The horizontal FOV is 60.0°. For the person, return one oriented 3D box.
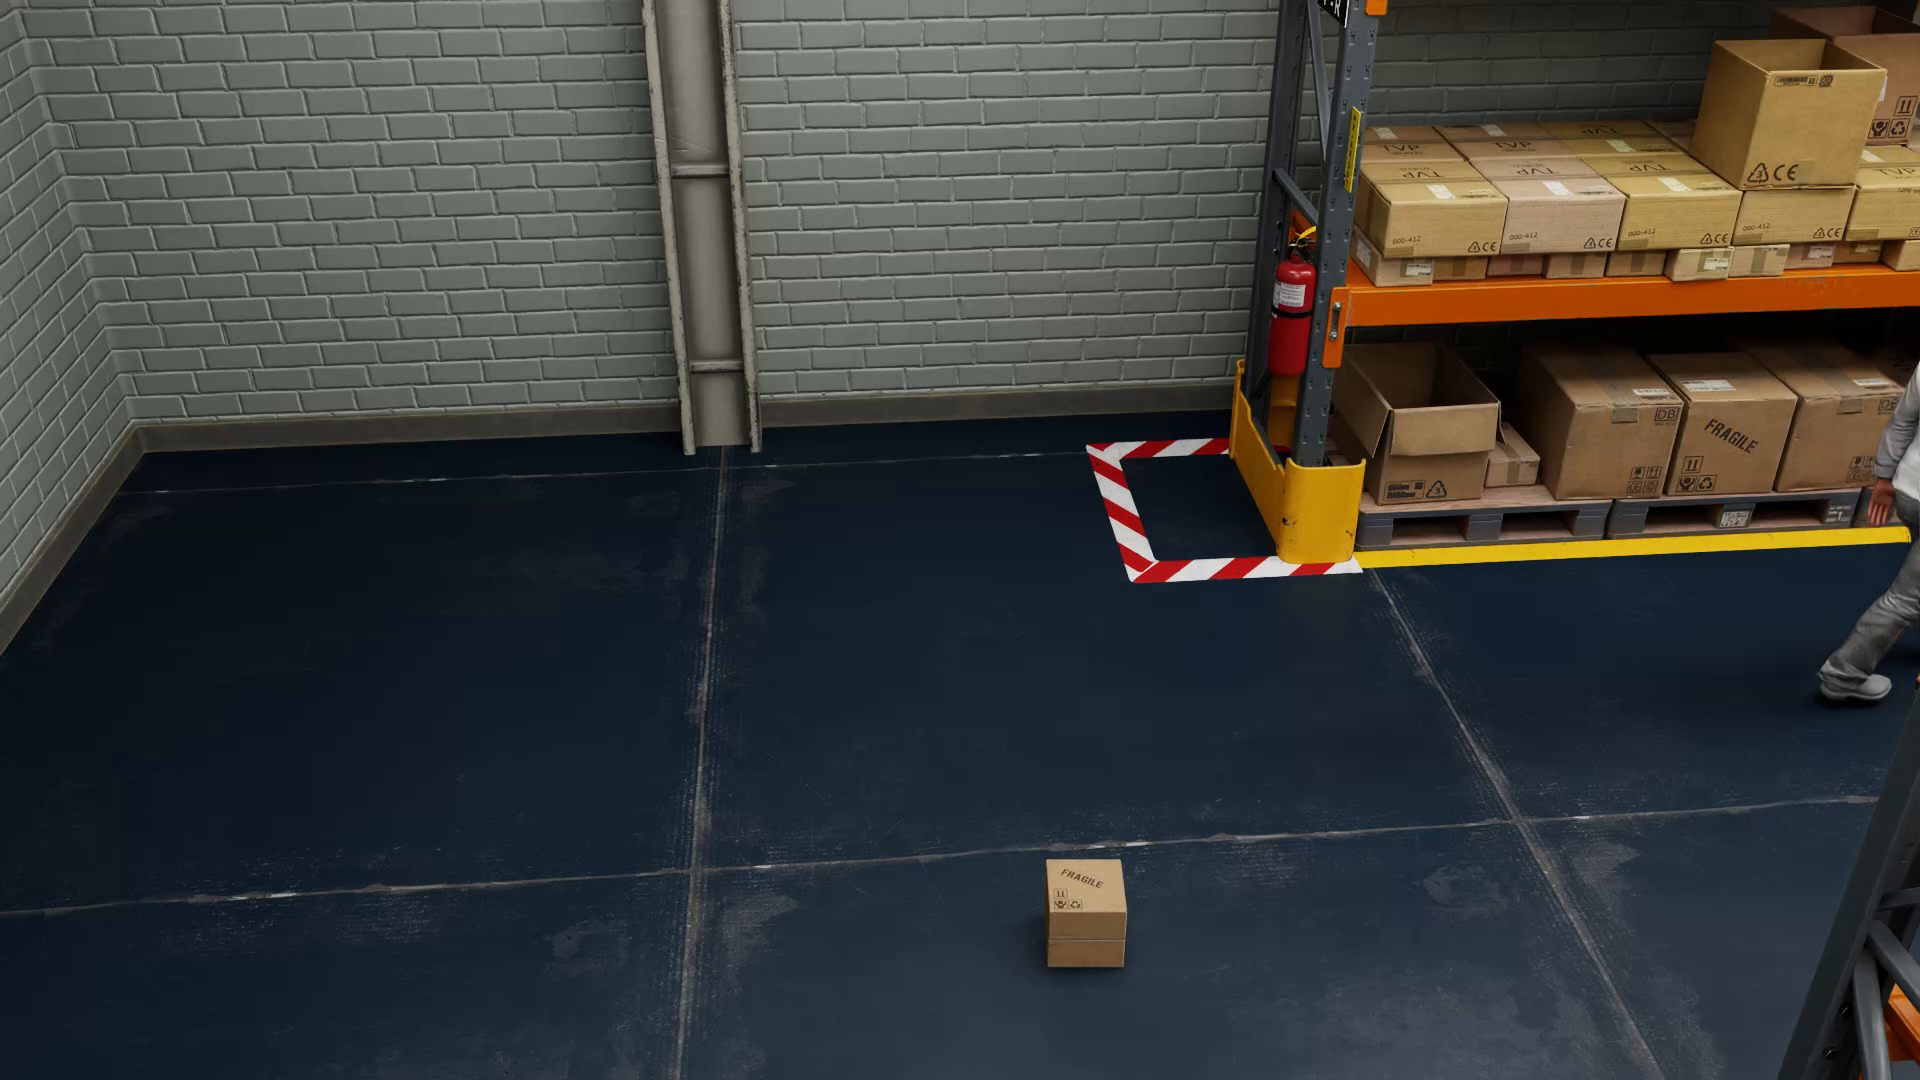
[{"bbox_3d":[3.906,-0.175,6.374,0.945,1.725,0.518,-6,31,-10],"label":"person"}]
